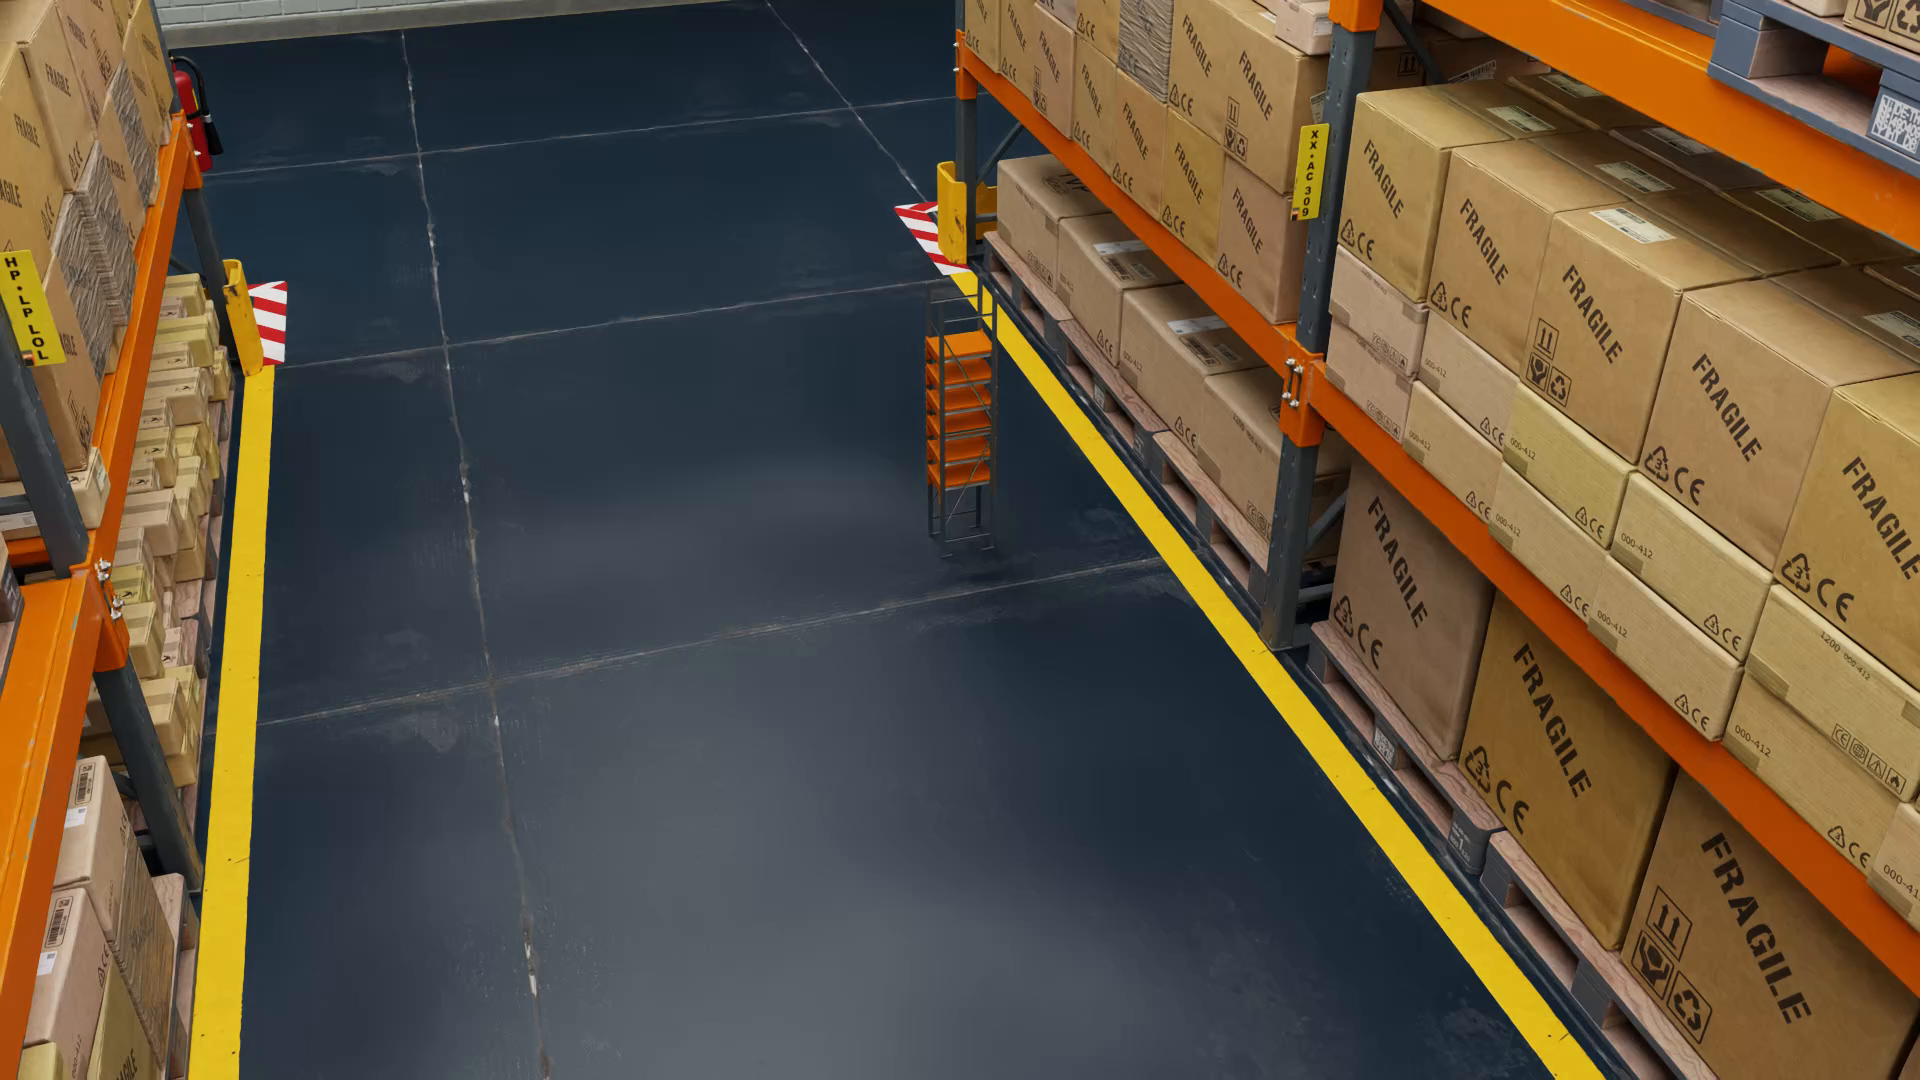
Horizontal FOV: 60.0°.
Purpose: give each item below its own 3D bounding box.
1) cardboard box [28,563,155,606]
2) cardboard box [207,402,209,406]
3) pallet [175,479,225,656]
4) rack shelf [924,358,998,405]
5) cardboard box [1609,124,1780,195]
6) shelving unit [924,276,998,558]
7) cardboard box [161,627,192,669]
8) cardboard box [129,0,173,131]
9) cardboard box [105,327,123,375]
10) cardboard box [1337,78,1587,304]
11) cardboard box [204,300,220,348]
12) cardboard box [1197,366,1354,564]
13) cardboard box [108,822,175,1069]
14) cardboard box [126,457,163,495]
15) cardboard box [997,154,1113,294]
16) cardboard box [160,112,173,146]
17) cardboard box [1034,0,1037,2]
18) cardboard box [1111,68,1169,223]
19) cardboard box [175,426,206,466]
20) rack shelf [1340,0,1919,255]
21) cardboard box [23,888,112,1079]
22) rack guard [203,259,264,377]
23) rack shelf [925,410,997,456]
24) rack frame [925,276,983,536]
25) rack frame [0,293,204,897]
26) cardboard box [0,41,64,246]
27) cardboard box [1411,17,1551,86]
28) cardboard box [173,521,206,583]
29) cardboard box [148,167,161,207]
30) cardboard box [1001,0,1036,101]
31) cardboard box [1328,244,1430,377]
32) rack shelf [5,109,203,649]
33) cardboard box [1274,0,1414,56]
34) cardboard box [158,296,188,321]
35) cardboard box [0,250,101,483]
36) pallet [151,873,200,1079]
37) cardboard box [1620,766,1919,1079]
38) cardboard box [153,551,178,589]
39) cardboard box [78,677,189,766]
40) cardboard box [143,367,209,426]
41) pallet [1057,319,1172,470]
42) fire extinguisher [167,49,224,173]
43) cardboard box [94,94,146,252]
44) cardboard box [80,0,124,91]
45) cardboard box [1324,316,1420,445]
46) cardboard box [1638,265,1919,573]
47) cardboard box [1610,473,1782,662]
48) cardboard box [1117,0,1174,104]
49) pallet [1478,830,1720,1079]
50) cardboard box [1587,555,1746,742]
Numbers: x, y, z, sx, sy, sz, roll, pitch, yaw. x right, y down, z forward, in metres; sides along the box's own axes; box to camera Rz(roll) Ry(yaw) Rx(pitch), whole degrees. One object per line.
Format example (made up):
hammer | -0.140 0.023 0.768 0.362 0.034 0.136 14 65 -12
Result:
cardboard box | -3.054 0.239 5.833 0.380 0.149 0.250 -10 35 -15
cardboard box | -3.682 -0.606 7.651 0.380 0.149 0.250 -10 35 -15
pallet | -3.609 0.143 6.842 1.003 0.211 1.213 -10 35 -15
rack shelf | 0.004 -0.656 6.800 0.258 0.103 0.180 -10 35 -15
cardboard box | 2.229 -0.914 4.914 0.500 0.500 0.500 -9 35 -14
shelving unit | 0.004 -0.493 6.908 0.258 1.200 0.189 -10 35 -15
cardboard box | -3.007 0.475 6.015 0.380 0.149 0.250 -10 35 -15
cardboard box | -3.833 -2.105 7.355 0.500 0.500 0.500 -9 35 -14
cardboard box | -3.143 -0.673 5.775 0.380 0.149 0.250 -9 35 -14
cardboard box | 1.549 -1.097 5.192 0.500 0.500 0.500 -10 35 -14
cardboard box | -3.782 -1.013 7.997 0.380 0.149 0.250 -11 35 -16
cardboard box | 1.599 -0.372 7.035 0.875 0.438 0.875 -11 35 -15
cardboard box | -2.529 1.182 4.627 0.500 0.500 0.500 -11 35 -16
cardboard box | -3.317 -0.171 6.453 0.380 0.149 0.250 -11 35 -17
cardboard box | 0.765 -1.794 9.188 0.875 0.438 0.875 -11 35 -16
cardboard box | -3.846 -1.904 7.638 0.380 0.149 0.250 -10 35 -15
cardboard box | 0.508 -2.907 7.930 0.500 0.500 0.500 -11 35 -16
cardboard box | 0.974 -1.691 6.997 0.500 0.500 0.500 -11 35 -15
cardboard box | -3.391 -0.333 6.968 0.380 0.149 0.250 -8 34 -12
rack shelf | 2.298 -0.819 3.700 1.077 0.370 4.000 -10 35 -15
cardboard box | -2.383 1.143 4.005 0.500 0.250 0.500 -8 34 -12
rack guard | -4.192 -1.049 8.385 1.175 0.500 0.348 -10 35 -15
rack shelf | 0.004 -0.456 6.932 0.258 0.103 0.180 -10 35 -15
rack frame | -0.023 -0.541 6.980 0.240 1.200 0.006 -10 35 -15
rack frame | -2.995 -0.032 4.578 1.000 3.000 0.127 -10 35 -15
cardboard box | -3.073 -1.163 5.021 0.500 0.500 0.500 -11 35 -16
cardboard box | 1.774 -1.667 6.055 0.500 0.500 0.500 -10 35 -14
cardboard box | -3.234 0.062 6.640 0.380 0.149 0.250 -11 35 -16
cardboard box | -3.615 -1.508 7.039 0.380 0.149 0.250 -9 35 -13
cardboard box | 0.522 -2.498 8.219 0.500 0.500 0.500 -10 35 -15
cardboard box | 1.554 -0.785 5.400 0.500 0.250 0.500 -11 35 -16
rack shelf | -3.605 -0.782 6.365 1.077 0.370 4.000 -10 35 -15
cardboard box | 1.291 -1.755 5.600 0.380 0.149 0.250 -11 35 -16
cardboard box | -3.790 -0.989 7.692 0.380 0.149 0.250 -9 35 -14
cardboard box | -2.906 -0.500 4.926 0.500 0.500 0.500 -11 35 -16
pallet | -2.756 1.540 4.728 1.003 0.211 1.213 -10 35 -15
cardboard box | 2.509 1.048 4.489 0.875 0.875 0.875 -10 35 -14
cardboard box | -3.213 0.084 6.338 0.380 0.149 0.250 -8 34 -13
cardboard box | -2.801 0.614 5.536 0.380 0.149 0.250 -8 34 -13
cardboard box | -3.437 -0.596 7.097 0.380 0.149 0.250 -9 34 -13
pallet | 1.155 -0.808 8.282 1.003 0.211 1.213 -10 35 -15
fire extinguisher | -3.852 -2.154 8.198 0.296 0.674 0.183 -10 35 -15
cardboard box | -3.375 -1.306 6.145 0.500 0.500 0.500 -8 34 -12
cardboard box | -3.517 -1.979 6.257 0.500 0.500 0.500 -8 34 -12
cardboard box | 1.571 -0.580 5.542 0.500 0.250 0.500 -11 35 -16
cardboard box | 2.045 -0.301 3.986 0.500 0.500 0.500 -11 35 -16
cardboard box | 2.025 0.018 4.184 0.500 0.250 0.500 -11 35 -16
cardboard box | 0.970 -2.111 6.727 0.500 0.500 0.500 -10 35 -14
pallet | 2.371 1.280 5.122 1.003 0.211 1.213 -10 35 -15
cardboard box | 2.015 0.228 4.321 0.500 0.250 0.500 -11 35 -16
